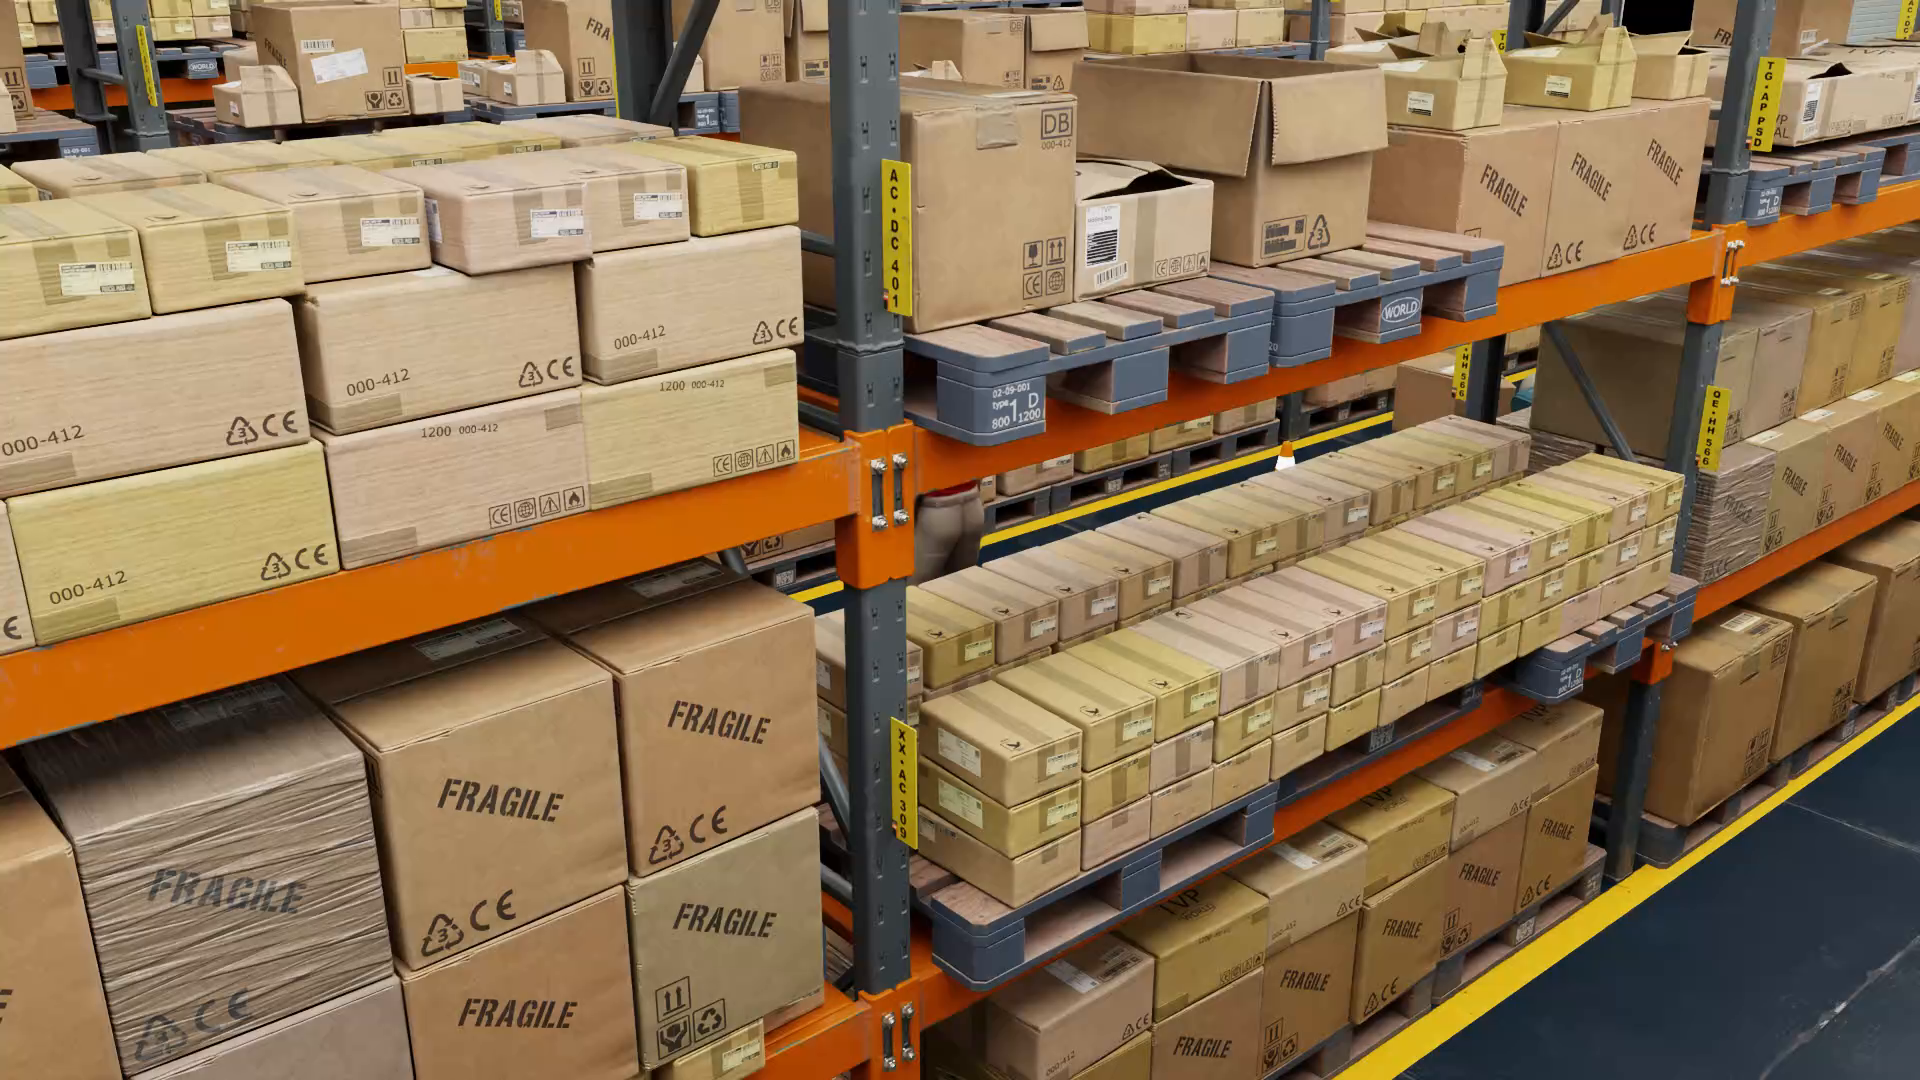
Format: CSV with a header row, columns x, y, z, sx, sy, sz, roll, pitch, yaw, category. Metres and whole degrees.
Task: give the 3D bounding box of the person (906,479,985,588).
x,y,z,sx,sy,sz,roll,pitch,yaw,category
-0.101,-0.102,8.908,0.538,1.712,0.361,-16,26,-36,person
